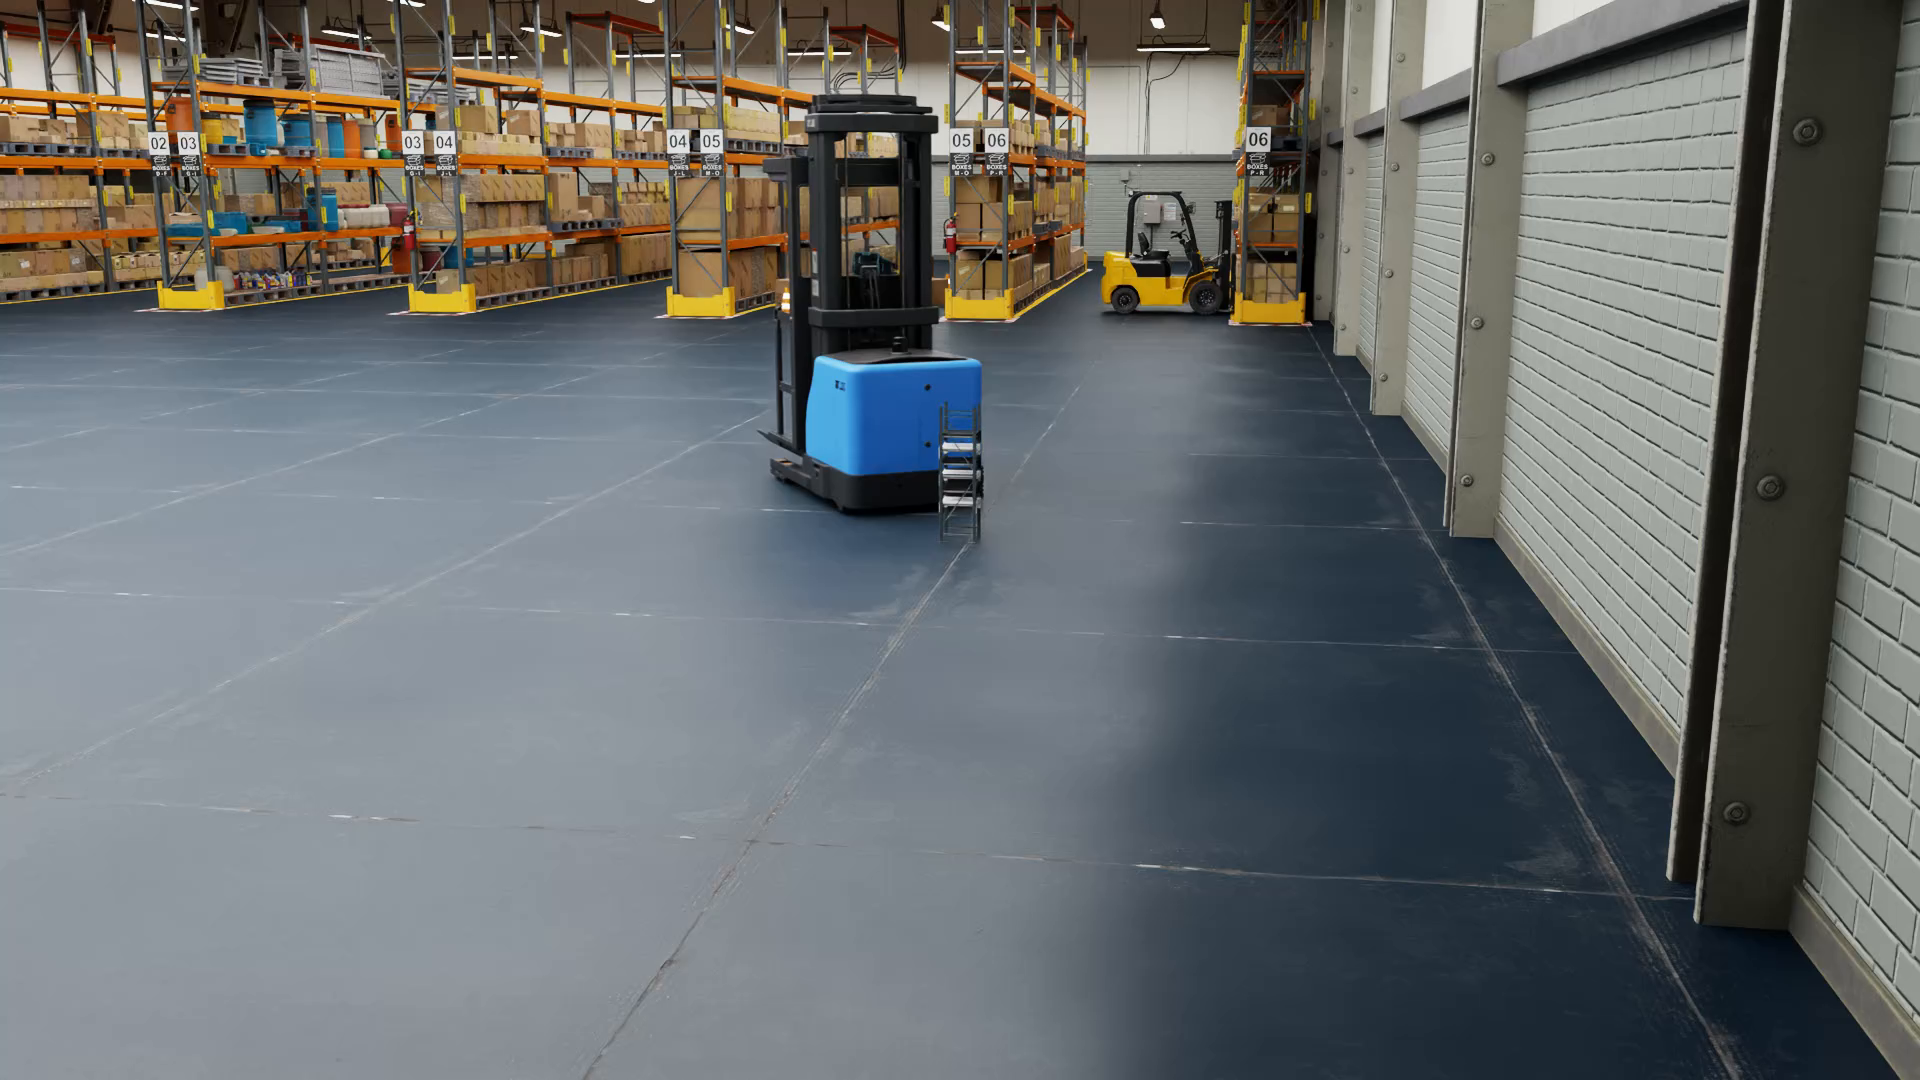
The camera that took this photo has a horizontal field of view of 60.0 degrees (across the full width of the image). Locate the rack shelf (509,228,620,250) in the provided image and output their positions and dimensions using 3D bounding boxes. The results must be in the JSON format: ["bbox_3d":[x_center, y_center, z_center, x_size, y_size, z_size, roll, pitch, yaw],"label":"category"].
[{"bbox_3d":[-8.545,-6.535,35.906,1.077,0.370,4.000,2,12,9],"label":"rack shelf"}]

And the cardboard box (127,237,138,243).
[{"bbox_3d":[-22.308,-8.047,44.607,0.380,0.149,0.250,2,12,8],"label":"cardboard box"}]

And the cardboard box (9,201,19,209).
[{"bbox_3d":[-18.825,-6.615,32.793,0.380,0.149,0.250,1,12,7],"label":"cardboard box"}]

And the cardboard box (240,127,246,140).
[{"bbox_3d":[-17.763,-9.847,40.973,0.600,0.600,0.600,1,12,6],"label":"cardboard box"}]

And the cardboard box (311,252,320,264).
[{"bbox_3d":[-17.132,-7.439,43.728,0.500,0.311,0.500,2,12,9],"label":"cardboard box"}]

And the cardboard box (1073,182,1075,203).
[{"bbox_3d":[2.566,-8.549,40.930,0.500,0.500,0.500,2,12,8],"label":"cardboard box"}]

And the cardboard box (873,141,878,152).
[{"bbox_3d":[-2.344,-9.788,41.339,0.500,0.250,0.500,2,12,8],"label":"cardboard box"}]

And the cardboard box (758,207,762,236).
[{"bbox_3d":[-4.274,-6.061,31.642,0.875,0.550,0.550,2,12,9],"label":"cardboard box"}]

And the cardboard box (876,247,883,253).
[{"bbox_3d":[-2.201,-7.502,43.040,0.380,0.149,0.250,1,12,7],"label":"cardboard box"}]

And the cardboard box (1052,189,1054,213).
[{"bbox_3d":[1.759,-7.278,35.705,0.500,0.500,0.500,2,12,7],"label":"cardboard box"}]

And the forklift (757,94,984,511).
[{"bbox_3d":[-0.862,-1.908,12.889,1.130,2.935,3.031,-5,13,-22],"label":"forklift"}]

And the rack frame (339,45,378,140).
[{"bbox_3d":[-16.795,-12.223,46.350,1.000,3.000,0.127,2,12,9],"label":"rack frame"}]

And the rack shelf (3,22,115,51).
[{"bbox_3d":[-22.613,-12.407,41.022,1.077,0.370,4.000,2,12,9],"label":"rack shelf"}]

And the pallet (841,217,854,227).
[{"bbox_3d":[-3.088,-7.441,38.857,1.003,0.211,1.213,2,12,9],"label":"pallet"}]

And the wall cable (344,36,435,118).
[{"bbox_3d":[-17.794,-14.412,51.889,3.097,2.526,0.112,2,12,9],"label":"wall cable"}]

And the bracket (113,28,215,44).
[{"bbox_3d":[-22.242,-14.095,46.491,0.076,0.066,4.783,2,12,9],"label":"bracket"}]

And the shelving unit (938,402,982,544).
[{"bbox_3d":[0.001,-0.442,10.906,0.258,0.900,0.210,2,12,9],"label":"shelving unit"}]

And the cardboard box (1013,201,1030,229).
[{"bbox_3d":[1.044,-6.136,31.402,0.500,0.500,0.500,2,12,11],"label":"cardboard box"}]

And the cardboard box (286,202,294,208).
[{"bbox_3d":[-17.587,-8.619,43.630,0.500,0.500,0.500,2,12,10],"label":"cardboard box"}]

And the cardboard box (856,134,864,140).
[{"bbox_3d":[-2.453,-9.839,40.632,0.380,0.149,0.250,2,12,8],"label":"cardboard box"}]

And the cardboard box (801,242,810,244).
[{"bbox_3d":[-3.506,-6.622,37.759,0.500,0.250,0.500,2,12,7],"label":"cardboard box"}]

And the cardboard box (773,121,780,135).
[{"bbox_3d":[-3.789,-7.971,32.155,0.500,0.250,0.500,2,12,8],"label":"cardboard box"}]

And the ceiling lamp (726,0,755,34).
[{"bbox_3d":[-5.027,-13.659,39.158,0.800,3.185,2.000,2,12,9],"label":"ceiling lamp"}]

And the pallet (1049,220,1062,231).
[{"bbox_3d":[1.550,-6.737,35.588,1.213,0.211,1.003,2,12,9],"label":"pallet"}]

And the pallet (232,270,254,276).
[{"bbox_3d":[-17.873,-6.416,40.264,1.003,0.211,1.213,2,12,9],"label":"pallet"}]

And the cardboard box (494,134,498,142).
[{"bbox_3d":[-8.971,-7.599,31.423,0.380,0.149,0.250,2,12,8],"label":"cardboard box"}]

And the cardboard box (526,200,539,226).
[{"bbox_3d":[-8.983,-6.573,33.431,0.875,0.500,0.500,2,12,9],"label":"cardboard box"}]

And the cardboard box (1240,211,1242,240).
[{"bbox_3d":[5.280,-5.636,29.788,0.500,0.500,0.500,2,12,9],"label":"cardboard box"}]

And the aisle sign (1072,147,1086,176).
[{"bbox_3d":[3.102,-9.923,43.748,0.394,0.787,0.004,2,12,9],"label":"aisle sign"}]

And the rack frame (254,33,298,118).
[{"bbox_3d":[-17.410,-11.390,42.487,1.000,3.000,0.127,2,12,9],"label":"rack frame"}]

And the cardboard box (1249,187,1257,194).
[{"bbox_3d":[7.124,-8.528,41.316,0.500,0.500,0.500,2,12,10],"label":"cardboard box"}]

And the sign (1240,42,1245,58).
[{"bbox_3d":[5.922,-10.266,34.863,0.100,0.325,0.005,2,12,9],"label":"sign"}]

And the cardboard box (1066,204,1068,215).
[{"bbox_3d":[2.273,-7.782,39.153,0.500,0.250,0.500,2,12,10],"label":"cardboard box"}]

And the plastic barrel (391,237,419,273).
[{"bbox_3d":[-13.073,-6.711,39.166,0.600,0.830,0.708,2,12,9],"label":"plastic barrel"}]

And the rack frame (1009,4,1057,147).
[{"bbox_3d":[1.555,-9.915,35.640,1.000,3.000,0.127,2,12,9],"label":"rack frame"}]

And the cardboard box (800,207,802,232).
[{"bbox_3d":[-3.544,-6.544,34.000,0.500,0.500,0.500,2,12,9],"label":"cardboard box"}]

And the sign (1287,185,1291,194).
[{"bbox_3d":[7.009,-7.371,35.327,0.100,0.325,0.005,2,12,9],"label":"sign"}]

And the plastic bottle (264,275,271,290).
[{"bbox_3d":[-13.722,-5.100,32.939,0.061,0.283,0.133,2,12,10],"label":"plastic bottle"}]

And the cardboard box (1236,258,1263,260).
[{"bbox_3d":[5.218,-4.930,29.905,0.500,0.250,0.500,2,12,8],"label":"cardboard box"}]

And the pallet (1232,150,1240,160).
[{"bbox_3d":[6.749,-8.680,37.475,1.213,0.211,1.003,2,12,9],"label":"pallet"}]

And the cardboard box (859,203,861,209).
[{"bbox_3d":[-2.603,-8.093,40.319,0.380,0.149,0.250,2,12,10],"label":"cardboard box"}]

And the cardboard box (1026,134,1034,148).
[{"bbox_3d":[1.137,-7.587,31.608,0.500,0.250,0.500,2,12,8],"label":"cardboard box"}]

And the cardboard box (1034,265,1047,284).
[{"bbox_3d":[1.352,-5.632,35.246,0.950,0.372,0.625,2,12,8],"label":"cardboard box"}]

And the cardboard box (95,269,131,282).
[{"bbox_3d":[-18.334,-5.729,35.989,0.500,0.250,0.500,2,12,7],"label":"cardboard box"}]

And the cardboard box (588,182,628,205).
[{"bbox_3d":[-8.109,-7.994,38.350,0.797,0.503,0.637,2,12,11],"label":"cardboard box"}]

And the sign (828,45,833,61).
[{"bbox_3d":[-2.803,-10.571,36.092,0.100,0.325,0.005,2,12,9],"label":"sign"}]

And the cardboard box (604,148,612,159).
[{"bbox_3d":[-8.068,-8.589,36.966,0.500,0.250,0.500,2,12,9],"label":"cardboard box"}]

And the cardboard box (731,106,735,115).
[{"bbox_3d":[-4.177,-7.555,29.279,0.380,0.149,0.250,2,12,9],"label":"cardboard box"}]

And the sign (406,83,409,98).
[{"bbox_3d":[-12.587,-10.222,37.833,0.100,0.325,0.005,2,12,9],"label":"sign"}]

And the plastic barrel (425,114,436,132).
[{"bbox_3d":[-12.628,-9.853,40.286,0.600,0.901,0.708,2,12,9],"label":"plastic barrel"}]

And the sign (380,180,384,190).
[{"bbox_3d":[-16.250,-9.989,46.724,0.100,0.325,0.005,2,12,9],"label":"sign"}]

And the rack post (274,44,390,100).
[{"bbox_3d":[-13.529,-10.074,35.905,1.013,1.000,3.121,2,12,9],"label":"rack post"}]

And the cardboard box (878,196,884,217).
[{"bbox_3d":[-2.230,-8.450,42.141,0.500,0.500,0.500,2,12,7],"label":"cardboard box"}]
